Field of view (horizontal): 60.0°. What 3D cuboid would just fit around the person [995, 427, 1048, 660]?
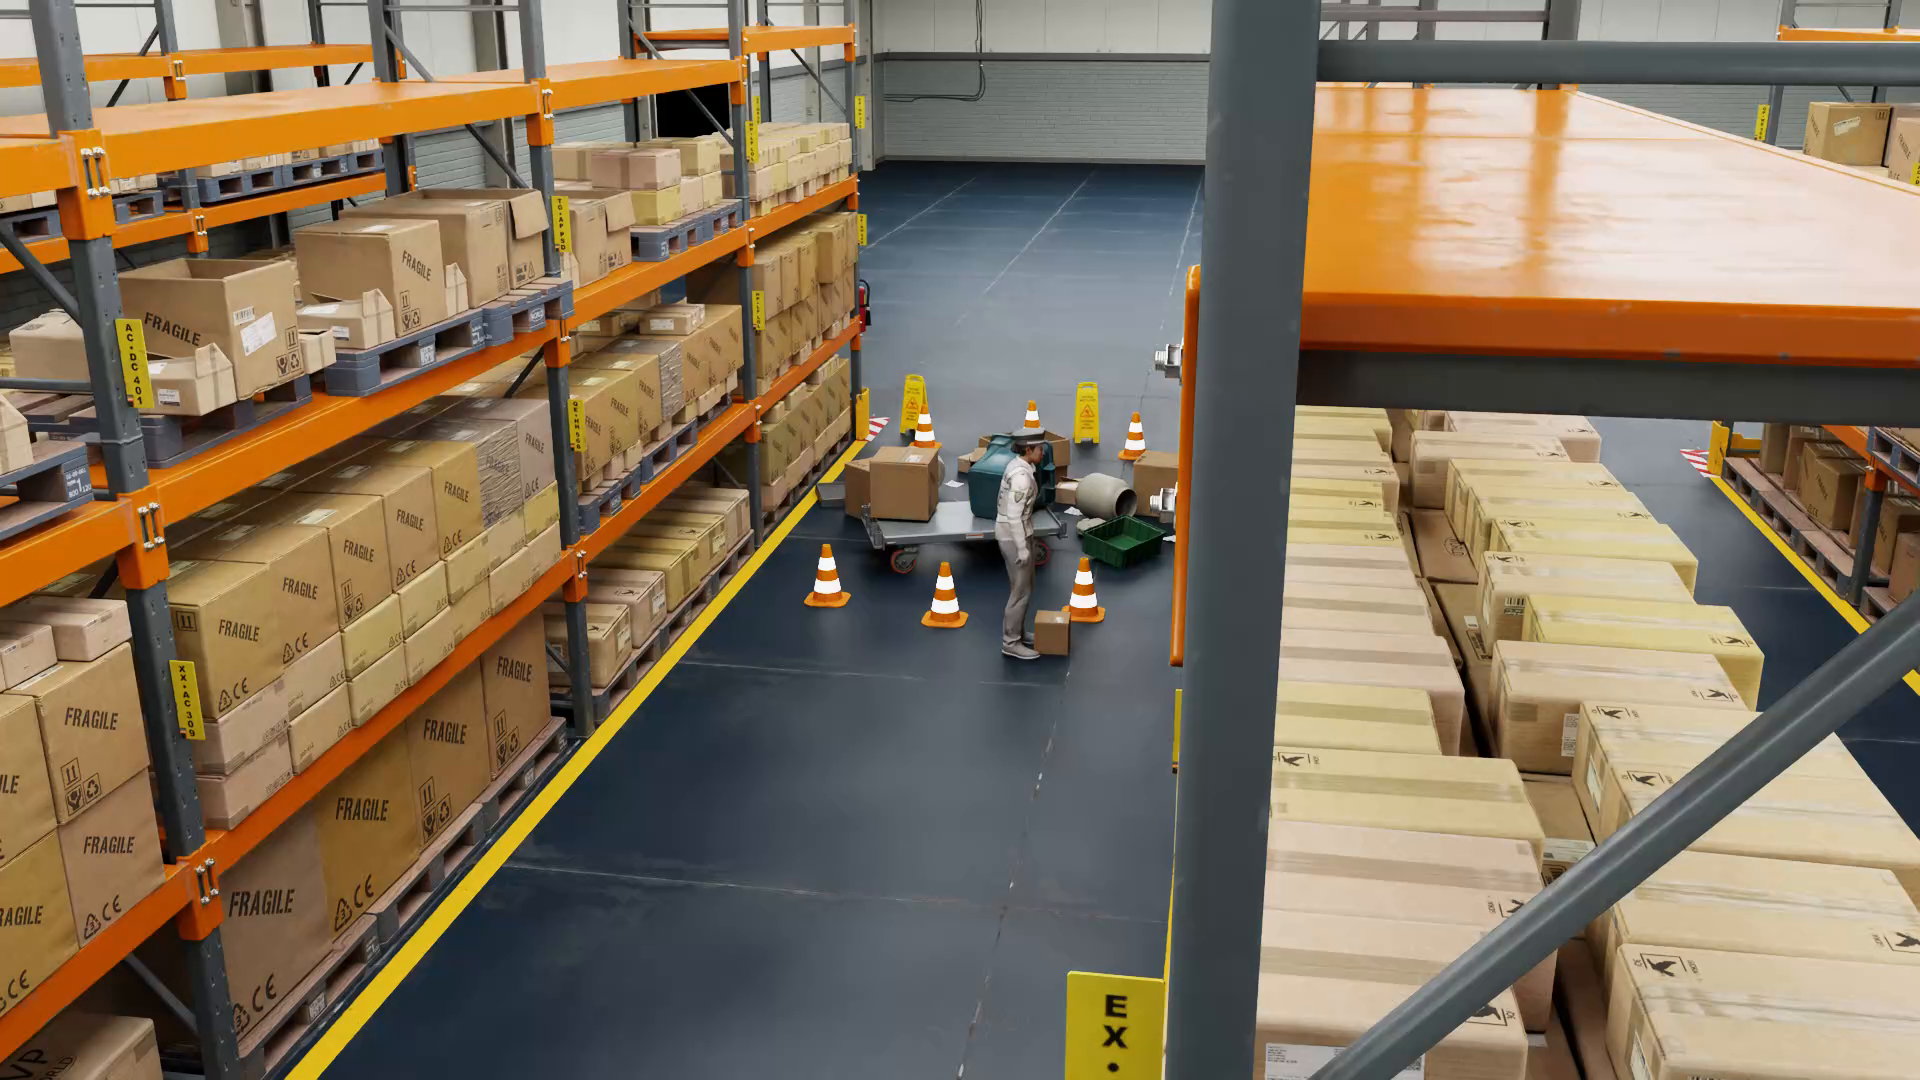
[{"bbox_3d":[0.439,0.001,12.048,0.374,1.662,0.539,2,18,5],"label":"person"}]
